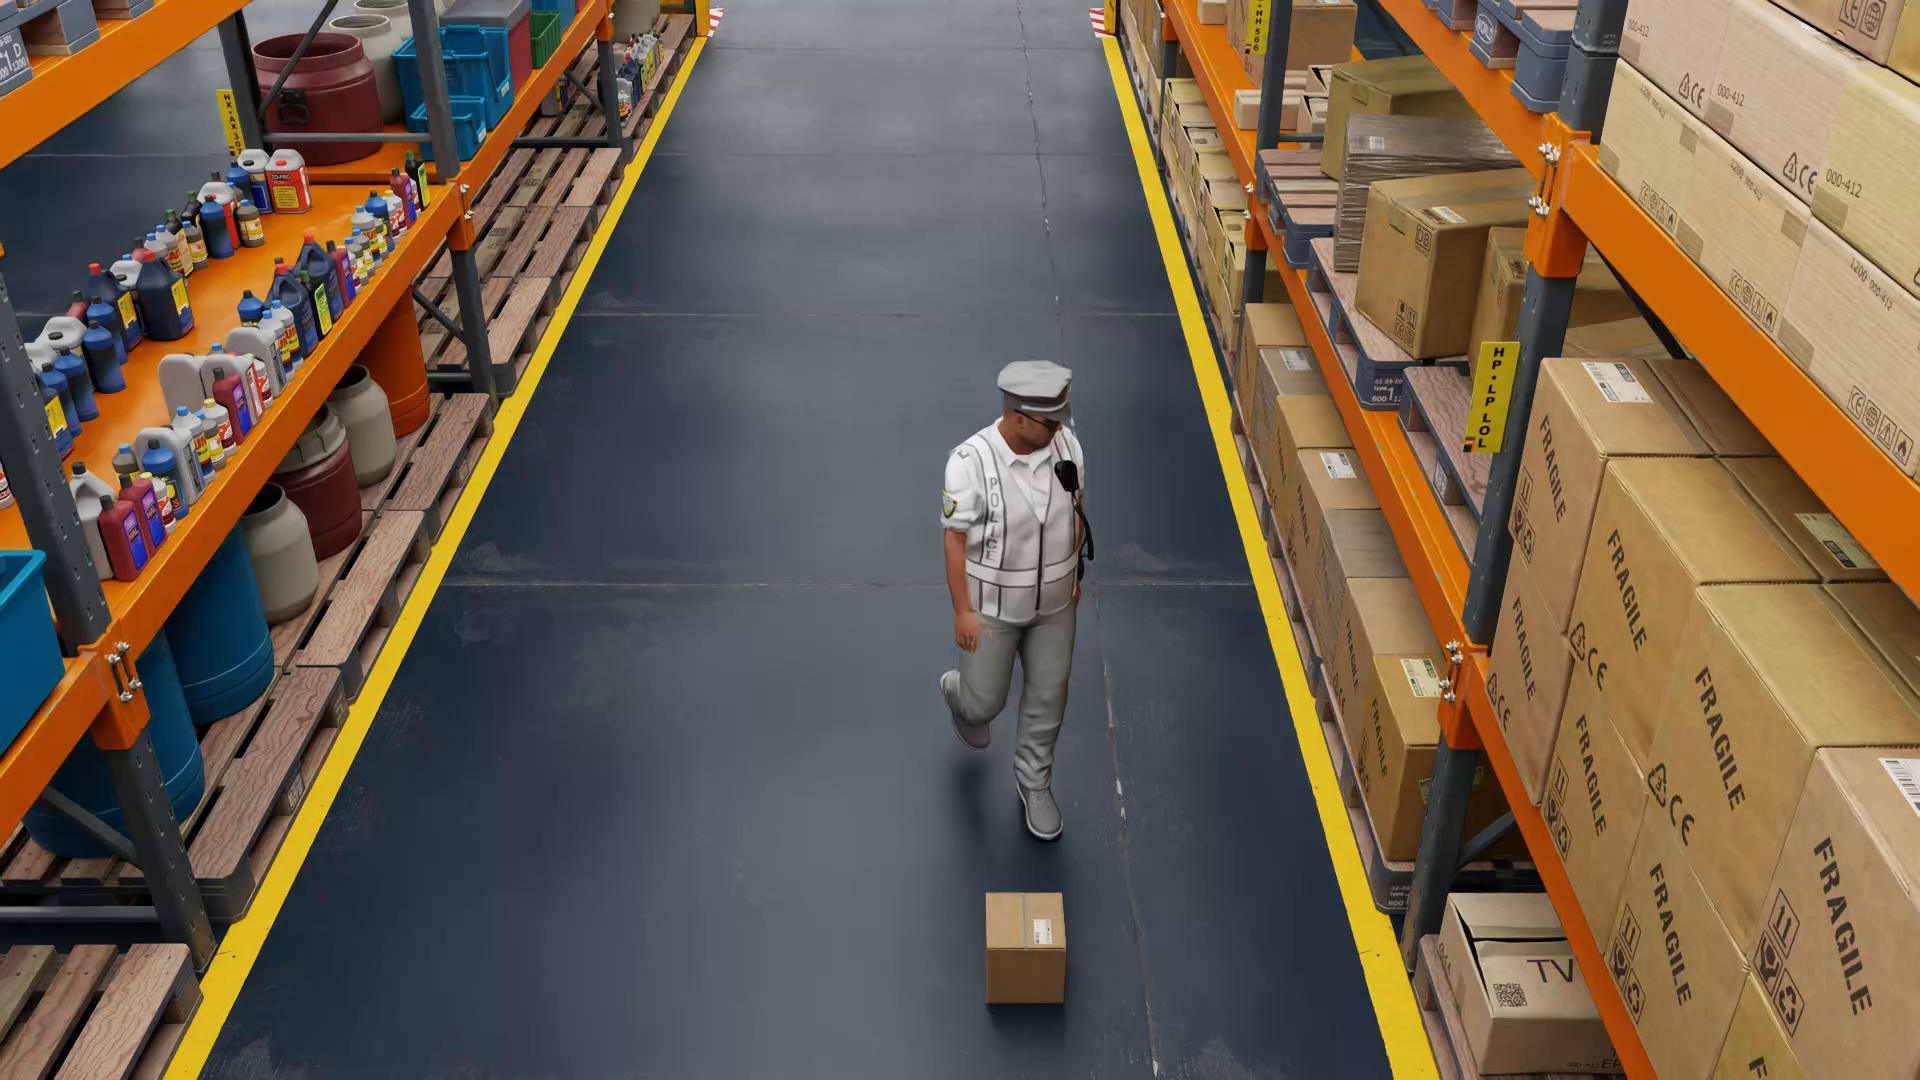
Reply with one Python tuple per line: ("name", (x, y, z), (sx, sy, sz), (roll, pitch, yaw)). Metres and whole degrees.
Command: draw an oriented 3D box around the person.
("person", (0.192, 0.175, 5.833), (0.547, 1.742, 0.722), (-11, 33, -17))
